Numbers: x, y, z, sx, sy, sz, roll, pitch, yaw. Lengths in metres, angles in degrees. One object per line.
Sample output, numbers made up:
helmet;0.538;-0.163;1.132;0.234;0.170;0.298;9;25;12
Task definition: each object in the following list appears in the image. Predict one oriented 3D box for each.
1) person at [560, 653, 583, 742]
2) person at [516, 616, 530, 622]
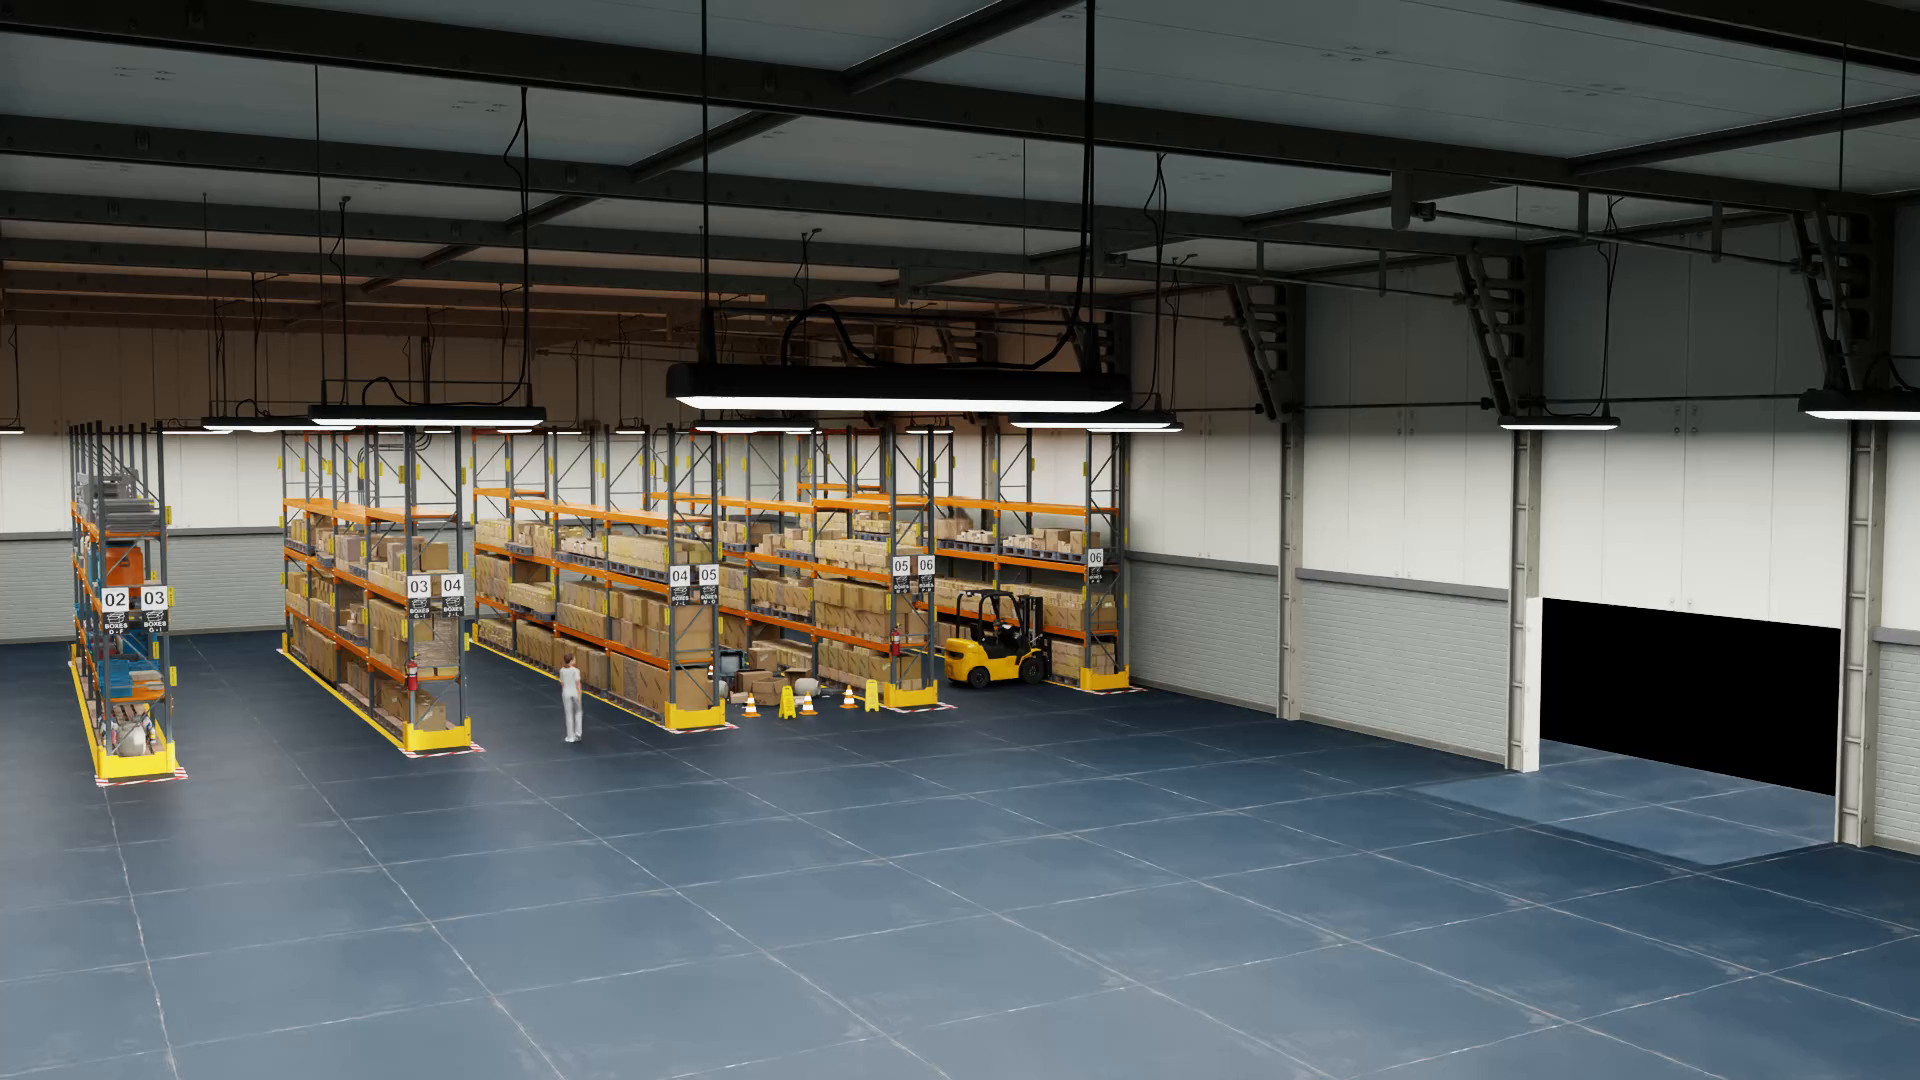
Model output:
person;-7.292;2.970;31.224;0.419;1.717;0.552;-1;4;-13
person;-13.057;1.796;49.723;0.610;1.734;0.396;-1;4;-20
